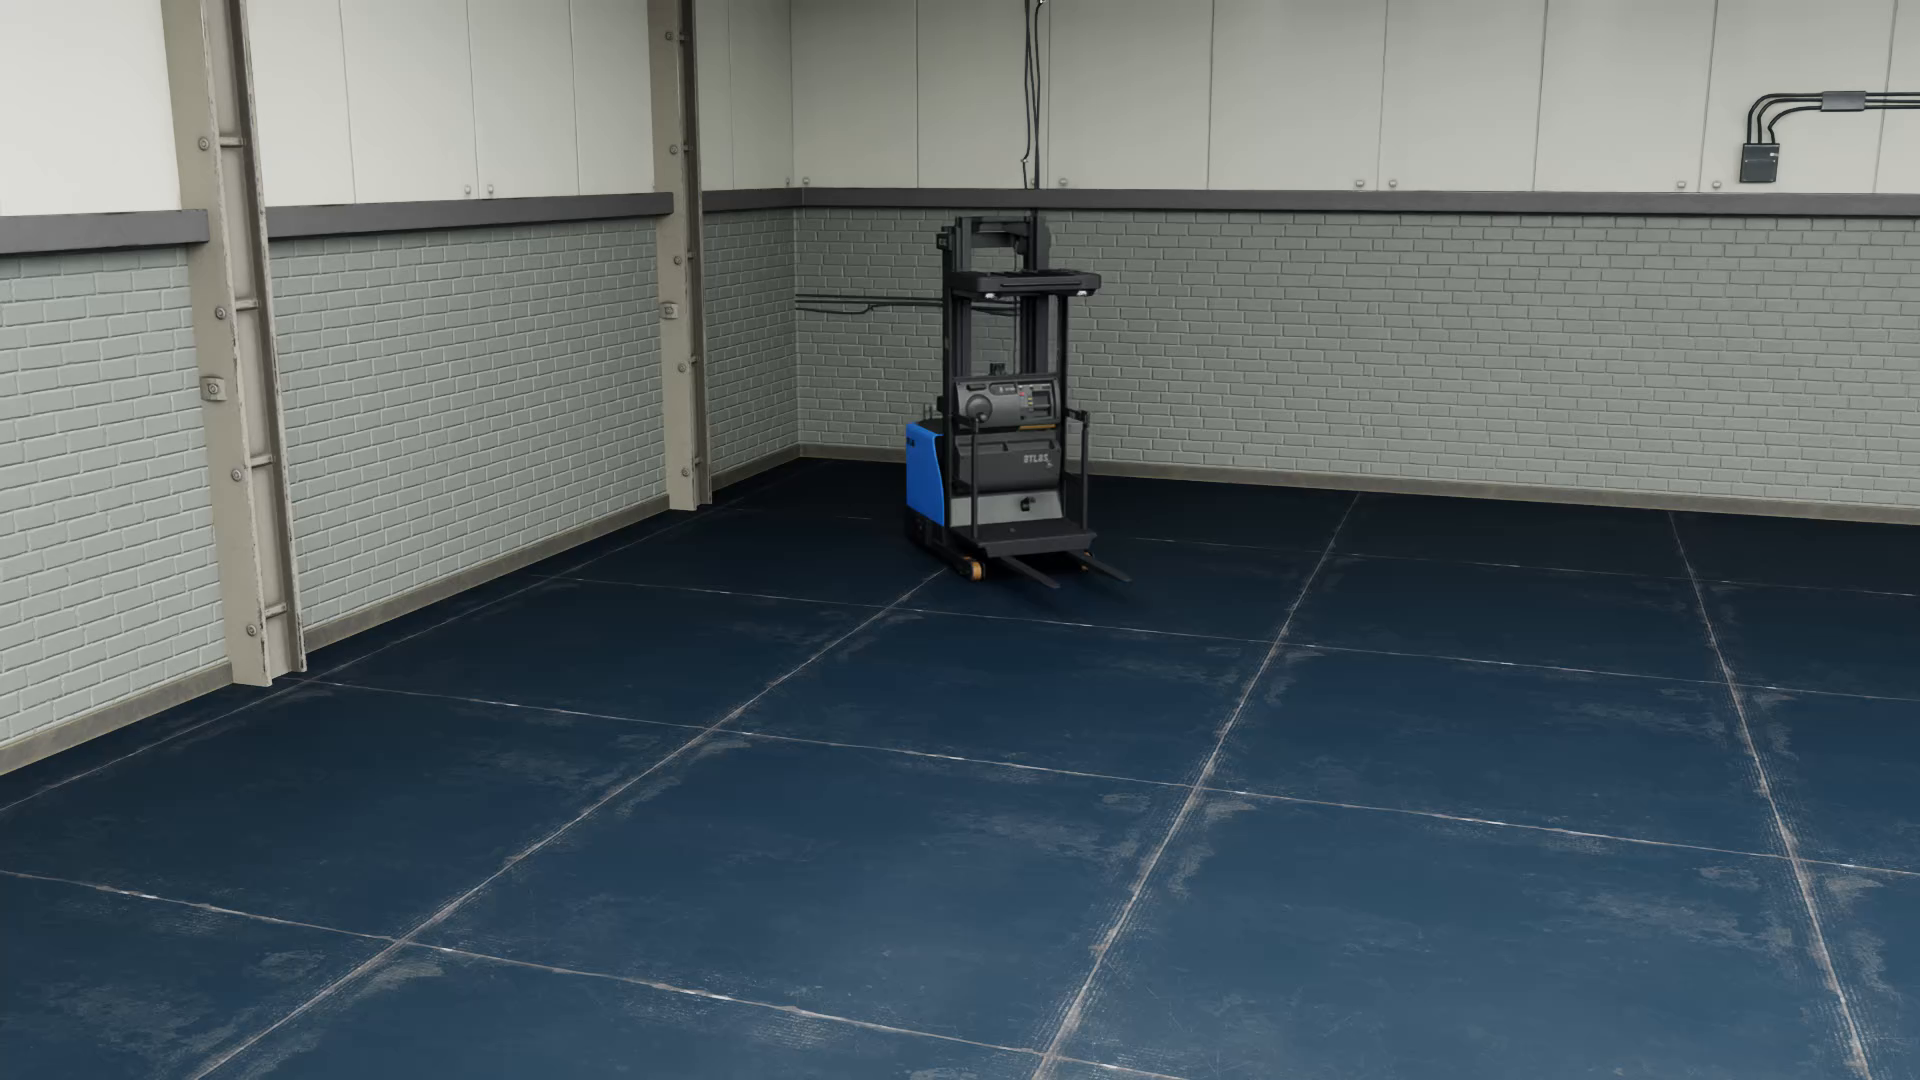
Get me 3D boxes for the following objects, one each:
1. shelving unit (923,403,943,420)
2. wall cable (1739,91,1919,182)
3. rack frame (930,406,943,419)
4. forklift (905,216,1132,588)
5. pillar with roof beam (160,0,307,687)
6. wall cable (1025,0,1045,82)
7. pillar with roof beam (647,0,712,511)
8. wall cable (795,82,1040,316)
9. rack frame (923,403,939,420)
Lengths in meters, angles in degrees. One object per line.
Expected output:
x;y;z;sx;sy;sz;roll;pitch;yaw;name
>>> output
-0.198;-0.674;15.506;0.258;1.200;0.189;-5;14;-20;shelving unit
8.458;-6.229;14.674;2.305;6.003;0.169;4;14;18;wall cable
-0.166;-0.655;15.423;0.240;1.200;0.006;-5;14;-20;rack frame
0.486;-1.191;13.882;1.130;2.935;3.031;-5;14;-20;forklift
-0.592;-3.159;8.868;9.100;9.000;0.400;4;14;18;pillar with roof beam
2.040;-6.011;16.991;3.097;2.526;0.112;4;14;18;wall cable
1.349;-4.422;14.403;9.100;9.000;0.400;4;14;18;pillar with roof beam
-0.520;-3.744;18.407;3.097;2.526;0.112;4;14;18;wall cable
-0.230;-0.693;15.589;0.240;1.200;0.006;-5;14;-20;rack frame
